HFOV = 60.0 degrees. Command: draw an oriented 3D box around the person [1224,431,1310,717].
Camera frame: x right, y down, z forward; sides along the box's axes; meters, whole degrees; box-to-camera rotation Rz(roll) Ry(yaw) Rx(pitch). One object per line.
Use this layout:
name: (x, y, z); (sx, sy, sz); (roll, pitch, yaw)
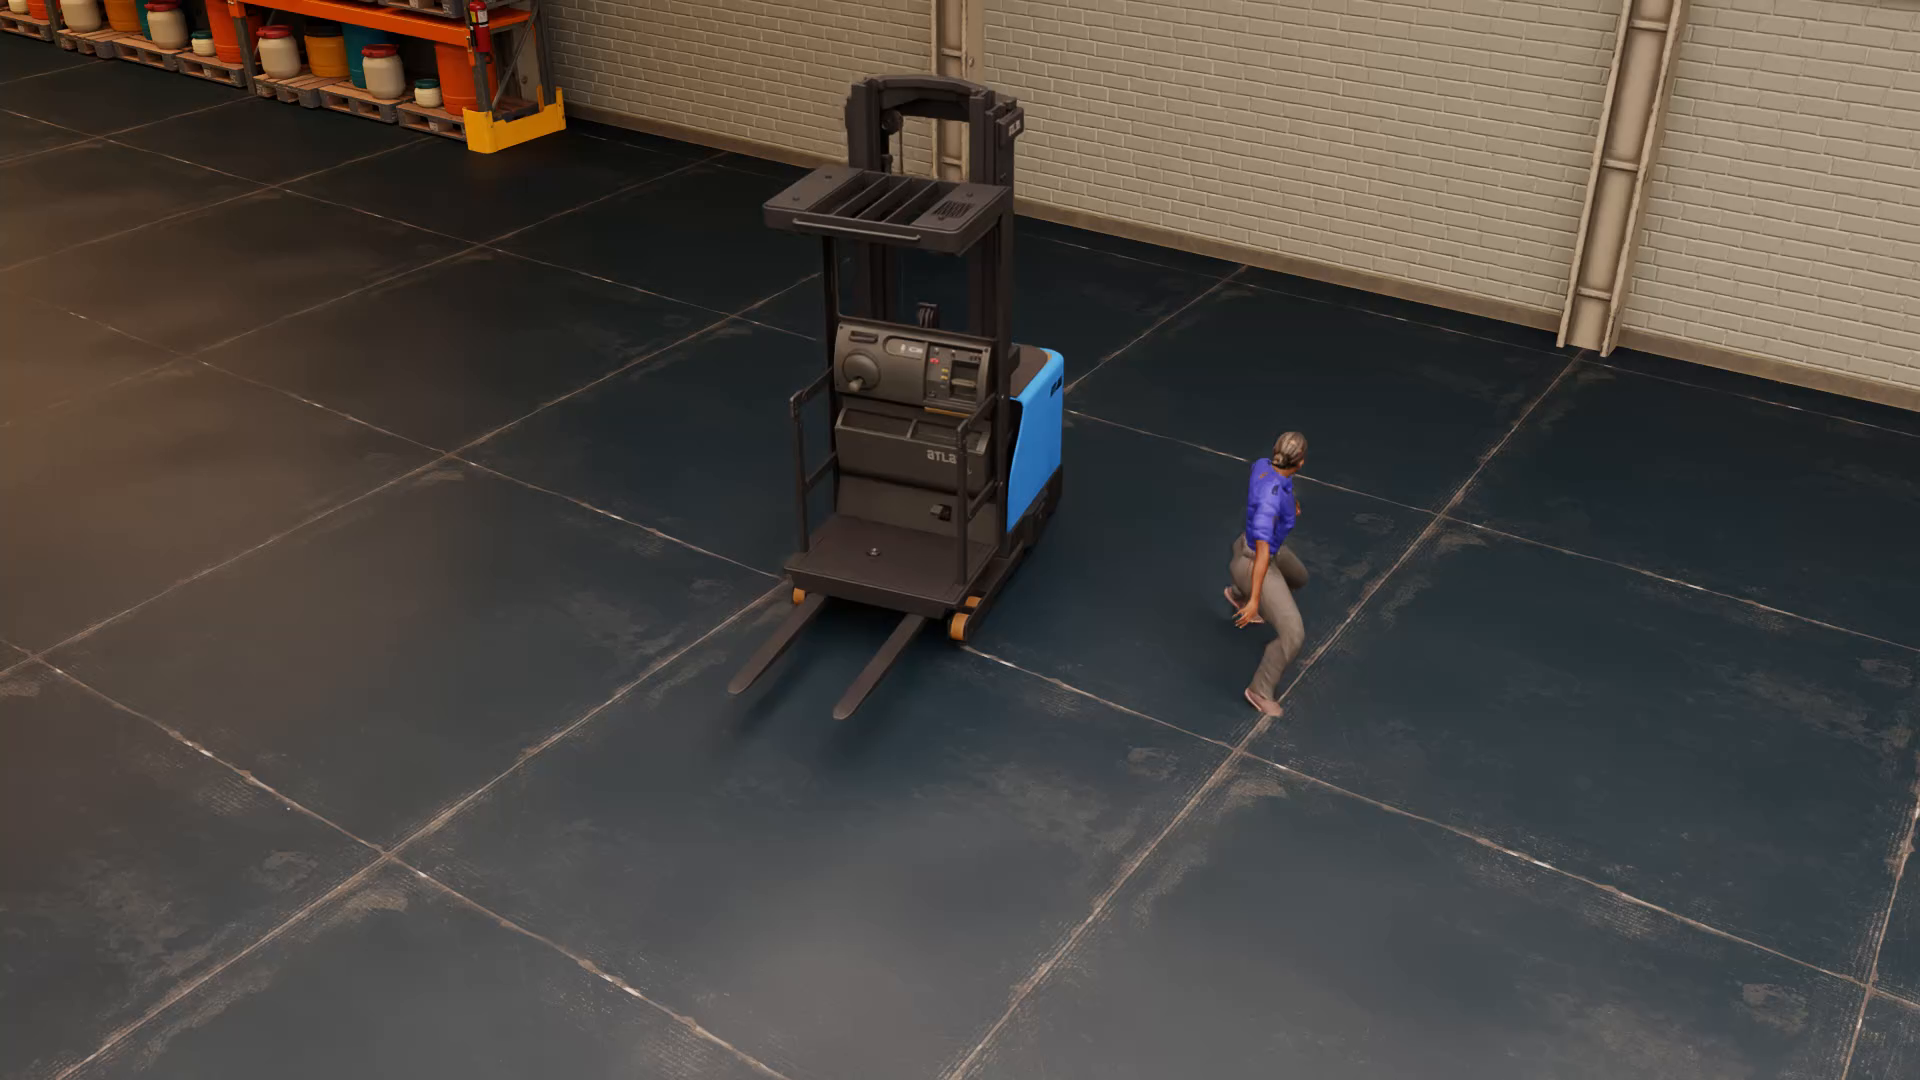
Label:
person: (1.633, 0.135, 8.838); (0.480, 1.555, 1.079); (7, 31, 12)

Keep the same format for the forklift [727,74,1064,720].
forklift: (-0.349, -0.926, 9.176); (1.130, 2.935, 3.031); (11, 32, 19)
